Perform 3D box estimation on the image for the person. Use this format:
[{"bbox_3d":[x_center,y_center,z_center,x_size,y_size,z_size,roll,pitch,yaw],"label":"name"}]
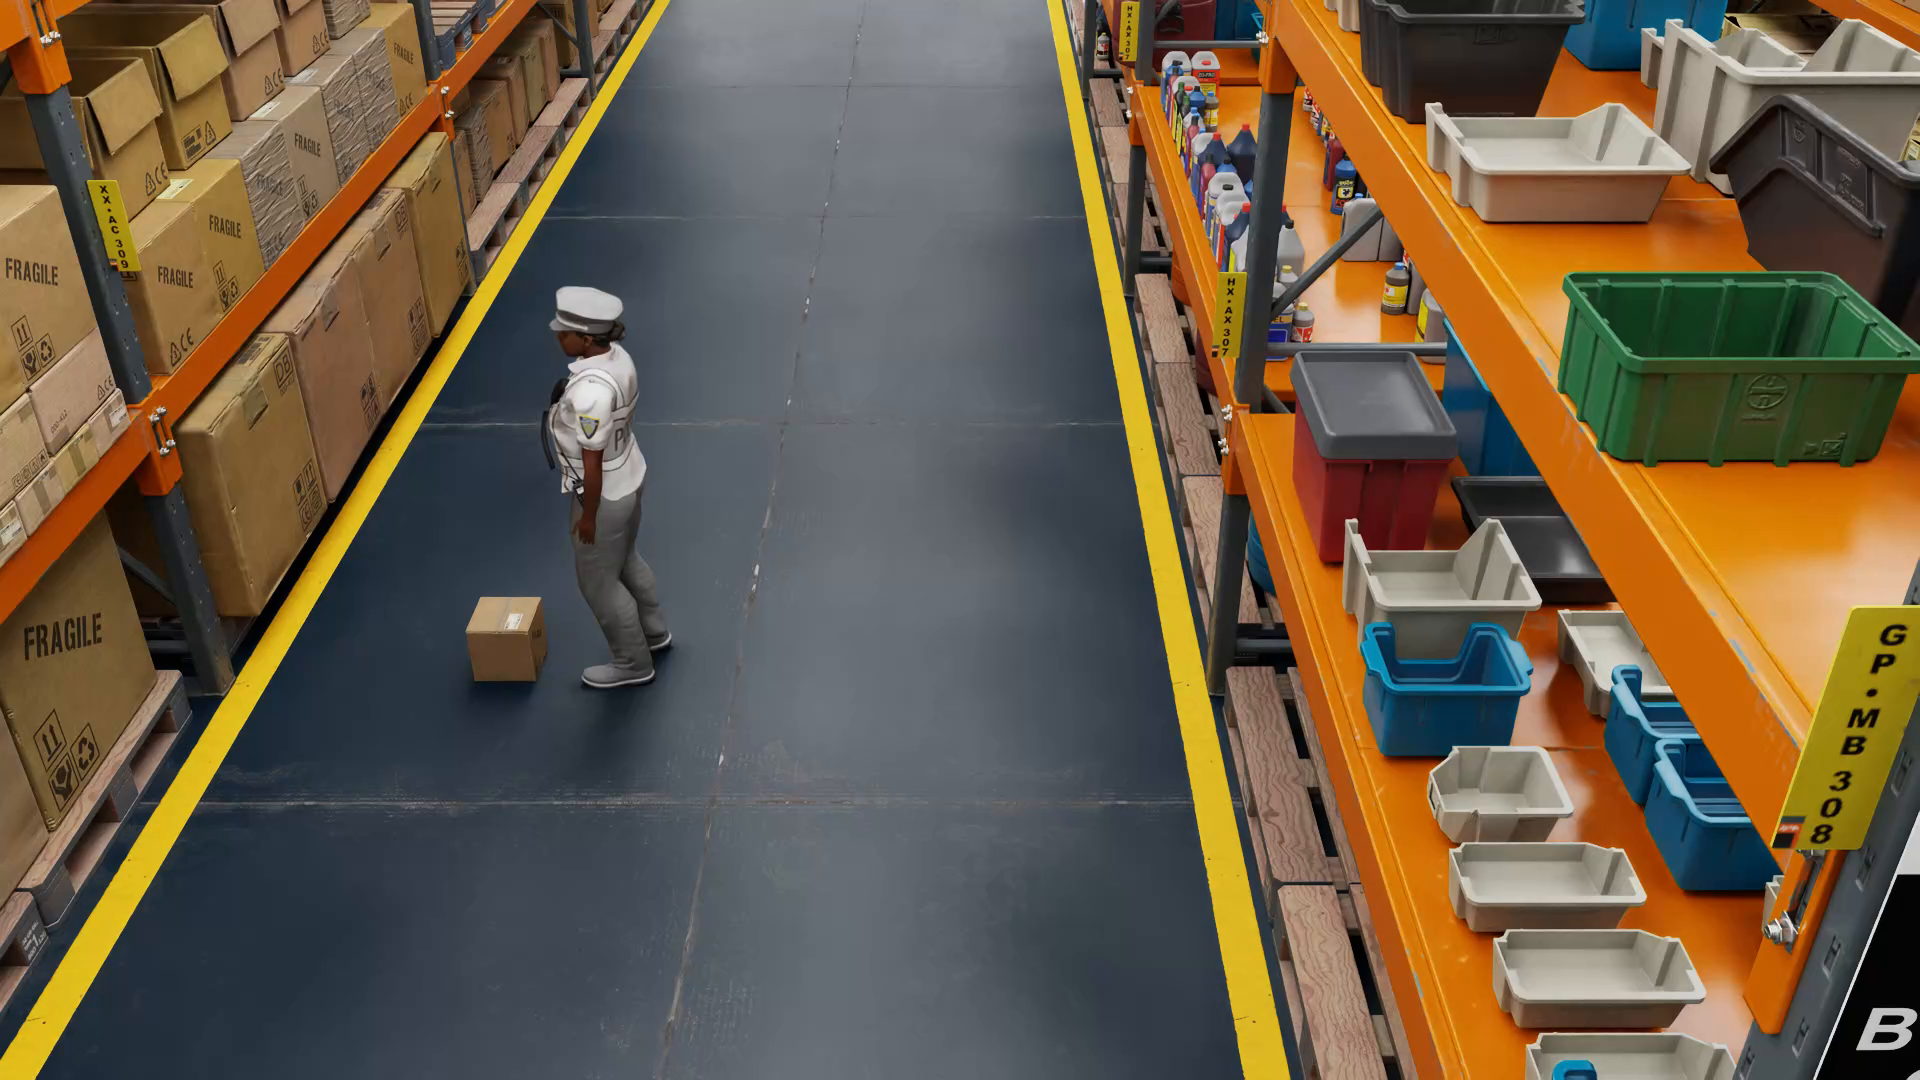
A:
[{"bbox_3d":[-1.382,-0.171,6.443,0.343,1.713,0.436,1,32,1],"label":"person"}]
